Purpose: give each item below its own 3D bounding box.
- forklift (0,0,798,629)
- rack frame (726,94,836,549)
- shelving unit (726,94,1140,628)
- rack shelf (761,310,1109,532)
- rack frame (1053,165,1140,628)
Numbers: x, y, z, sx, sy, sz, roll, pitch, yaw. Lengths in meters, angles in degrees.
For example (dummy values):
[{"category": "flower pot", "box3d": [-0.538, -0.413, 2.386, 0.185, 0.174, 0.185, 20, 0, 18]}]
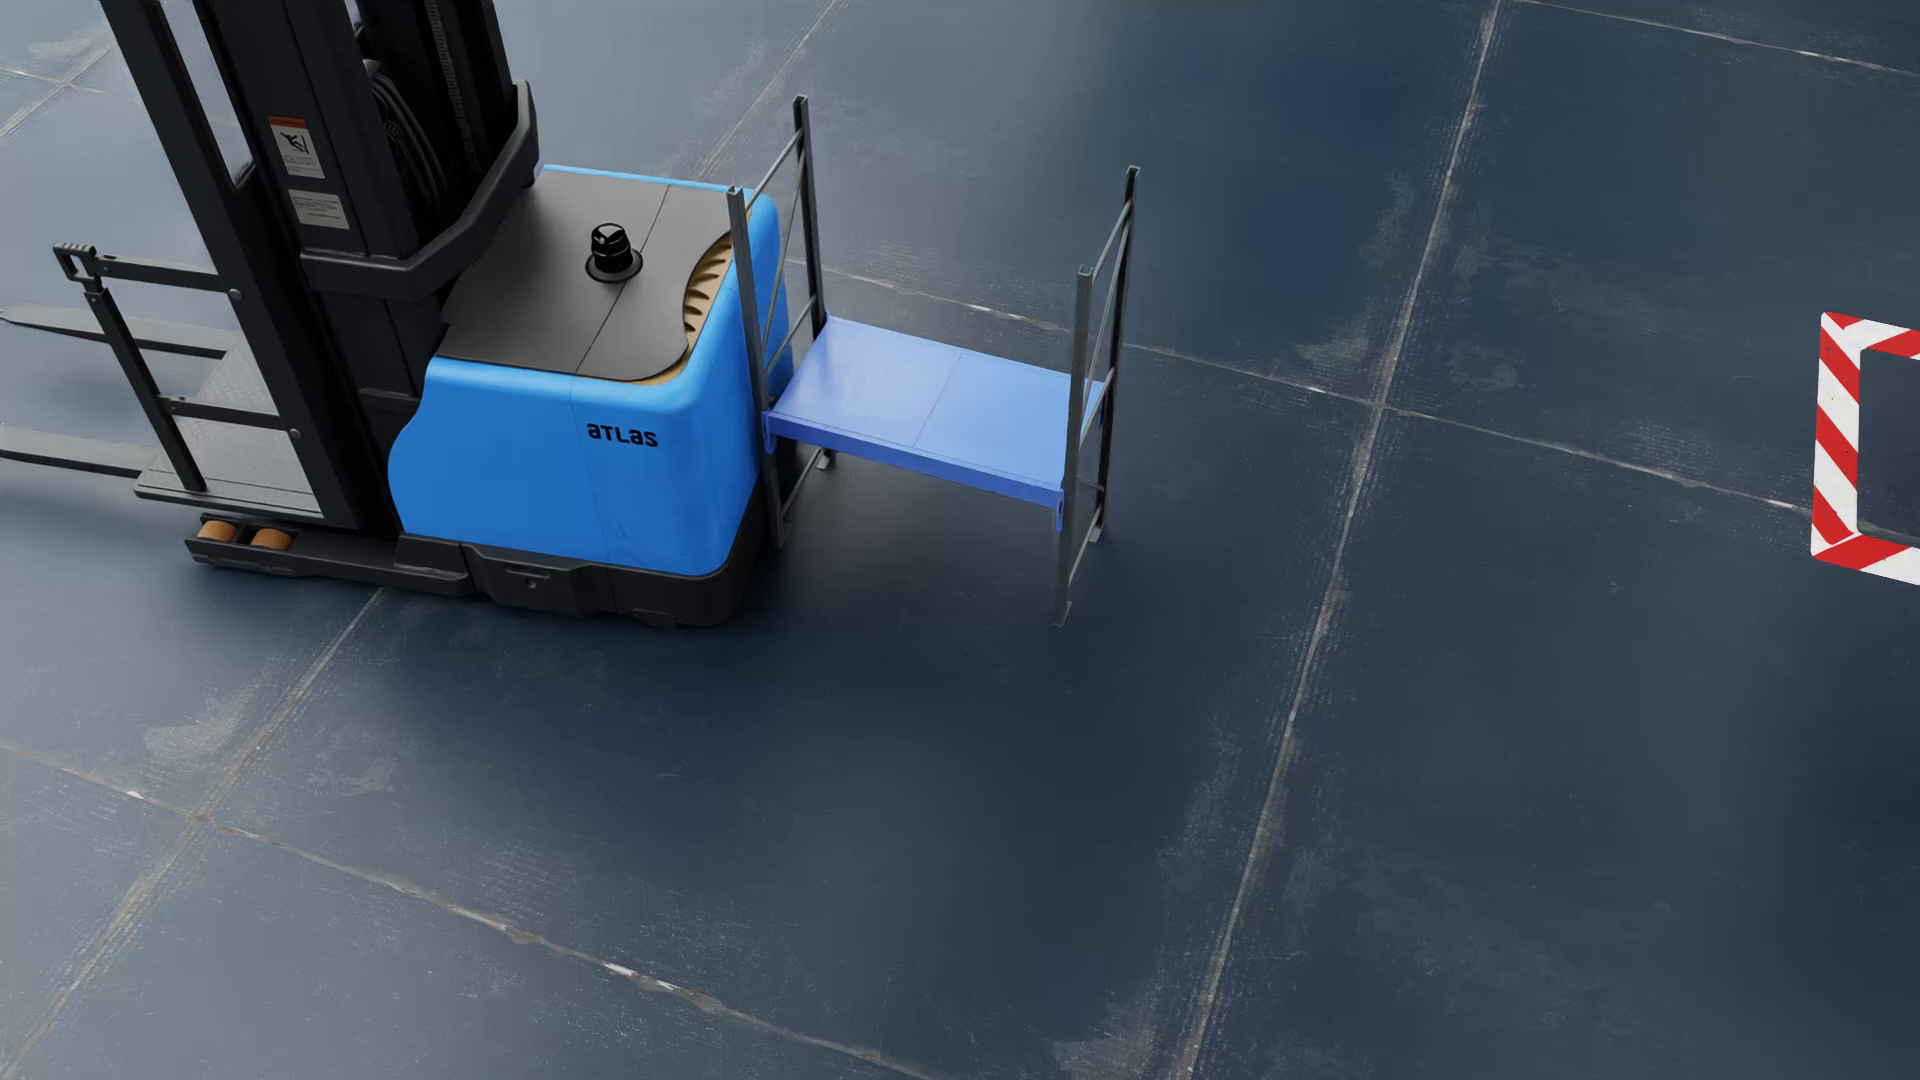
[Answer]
[{"category": "forklift", "box3d": [-2.136, -1.224, 4.871, 3.031, 2.935, 1.130, 8, 50, 7]}, {"category": "rack frame", "box3d": [-0.548, -0.643, 5.315, 0.032, 1.500, 0.500, 15, 51, 13]}, {"category": "shelving unit", "box3d": [-0.070, -0.513, 5.202, 1.048, 1.500, 0.538, 15, 51, 13]}, {"category": "rack shelf", "box3d": [-0.070, -0.395, 5.338, 1.000, 0.185, 0.538, 15, 51, 13]}, {"category": "rack frame", "box3d": [0.408, -0.382, 5.089, 0.032, 1.500, 0.500, 15, 51, 13]}]
